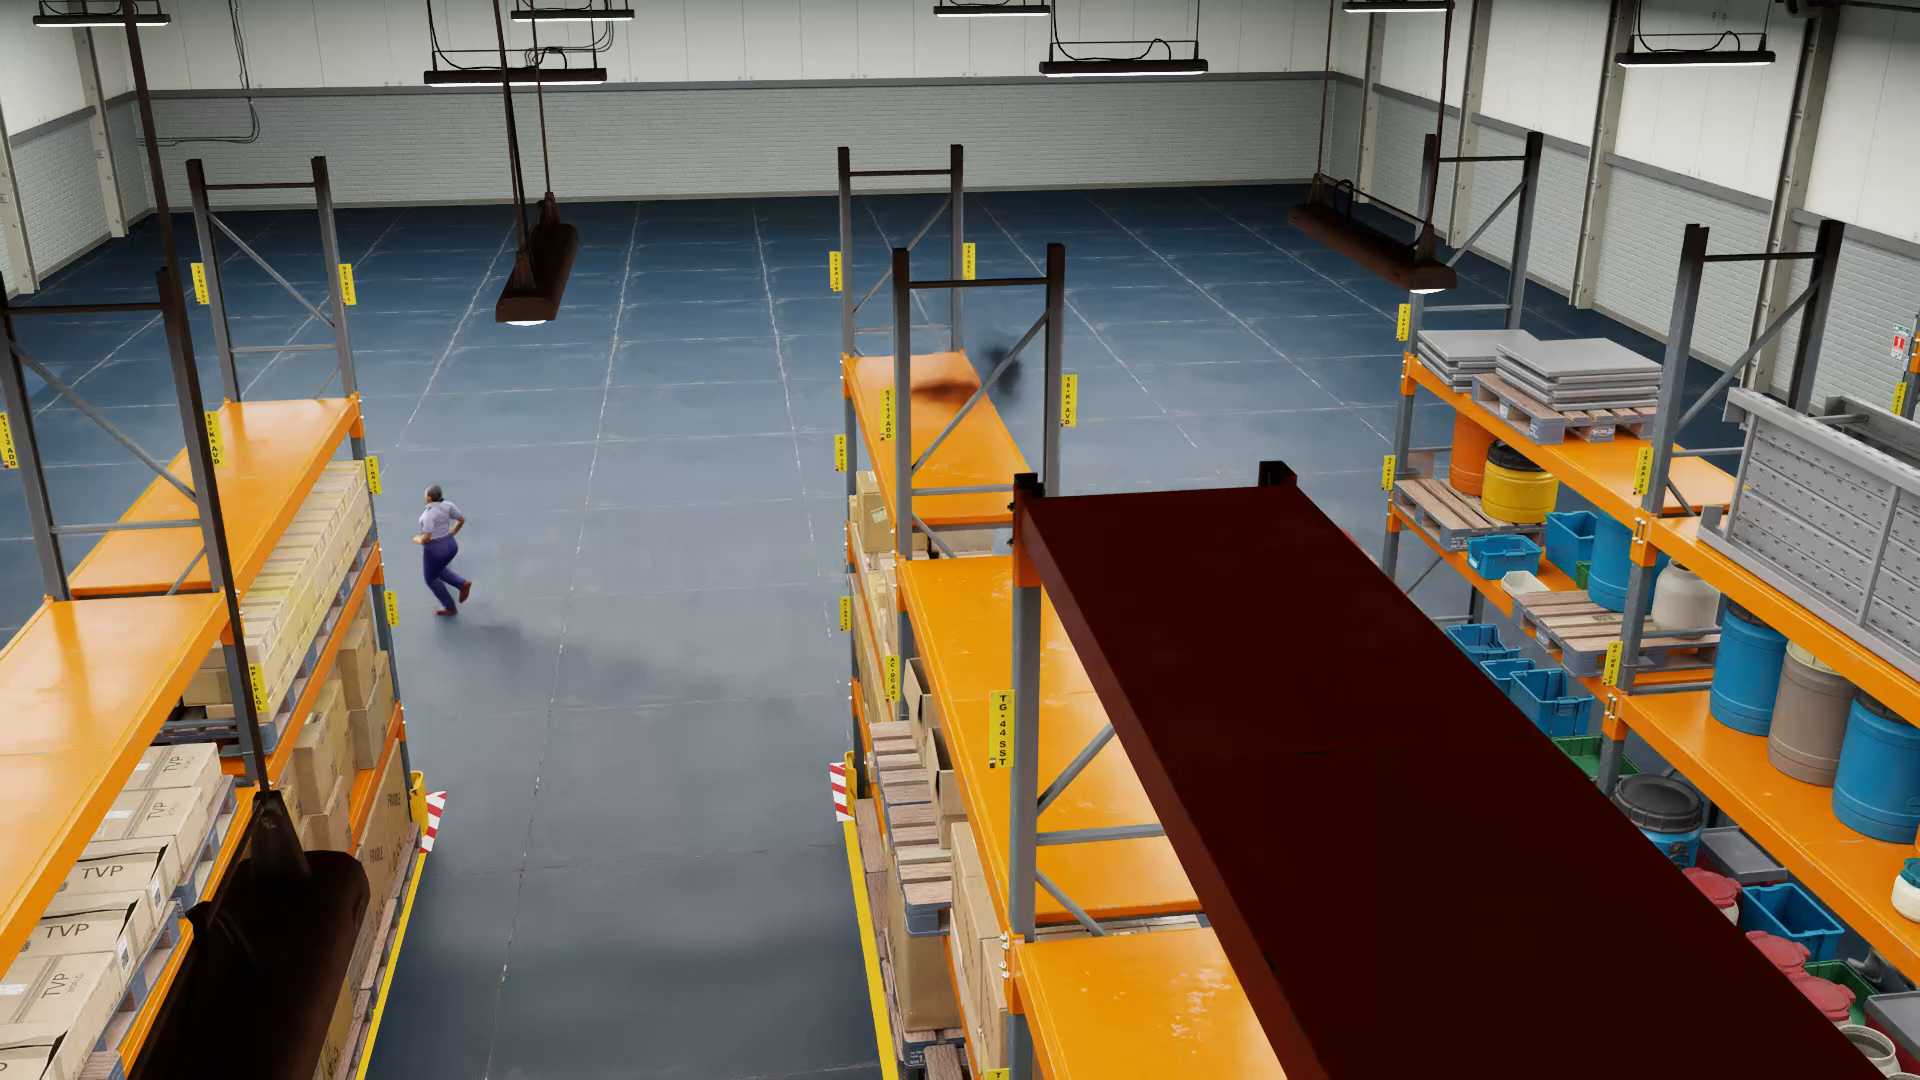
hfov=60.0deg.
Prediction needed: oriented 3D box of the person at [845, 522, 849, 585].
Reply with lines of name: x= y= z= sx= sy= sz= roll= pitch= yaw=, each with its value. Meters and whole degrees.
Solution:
person: x=-1.060 y=0.074 z=19.231 sx=0.680 sy=1.669 sz=0.623 roll=7 pitch=23 yaw=17

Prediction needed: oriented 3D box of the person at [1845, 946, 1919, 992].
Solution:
person: x=7.142 y=2.719 z=12.498 sx=0.588 sy=1.669 sz=0.815 roll=-7 pitch=23 yaw=-17

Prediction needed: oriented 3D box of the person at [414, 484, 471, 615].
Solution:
person: x=-6.019 y=0.143 z=19.240 sx=0.549 sy=1.522 sz=0.608 roll=8 pitch=23 yaw=19
